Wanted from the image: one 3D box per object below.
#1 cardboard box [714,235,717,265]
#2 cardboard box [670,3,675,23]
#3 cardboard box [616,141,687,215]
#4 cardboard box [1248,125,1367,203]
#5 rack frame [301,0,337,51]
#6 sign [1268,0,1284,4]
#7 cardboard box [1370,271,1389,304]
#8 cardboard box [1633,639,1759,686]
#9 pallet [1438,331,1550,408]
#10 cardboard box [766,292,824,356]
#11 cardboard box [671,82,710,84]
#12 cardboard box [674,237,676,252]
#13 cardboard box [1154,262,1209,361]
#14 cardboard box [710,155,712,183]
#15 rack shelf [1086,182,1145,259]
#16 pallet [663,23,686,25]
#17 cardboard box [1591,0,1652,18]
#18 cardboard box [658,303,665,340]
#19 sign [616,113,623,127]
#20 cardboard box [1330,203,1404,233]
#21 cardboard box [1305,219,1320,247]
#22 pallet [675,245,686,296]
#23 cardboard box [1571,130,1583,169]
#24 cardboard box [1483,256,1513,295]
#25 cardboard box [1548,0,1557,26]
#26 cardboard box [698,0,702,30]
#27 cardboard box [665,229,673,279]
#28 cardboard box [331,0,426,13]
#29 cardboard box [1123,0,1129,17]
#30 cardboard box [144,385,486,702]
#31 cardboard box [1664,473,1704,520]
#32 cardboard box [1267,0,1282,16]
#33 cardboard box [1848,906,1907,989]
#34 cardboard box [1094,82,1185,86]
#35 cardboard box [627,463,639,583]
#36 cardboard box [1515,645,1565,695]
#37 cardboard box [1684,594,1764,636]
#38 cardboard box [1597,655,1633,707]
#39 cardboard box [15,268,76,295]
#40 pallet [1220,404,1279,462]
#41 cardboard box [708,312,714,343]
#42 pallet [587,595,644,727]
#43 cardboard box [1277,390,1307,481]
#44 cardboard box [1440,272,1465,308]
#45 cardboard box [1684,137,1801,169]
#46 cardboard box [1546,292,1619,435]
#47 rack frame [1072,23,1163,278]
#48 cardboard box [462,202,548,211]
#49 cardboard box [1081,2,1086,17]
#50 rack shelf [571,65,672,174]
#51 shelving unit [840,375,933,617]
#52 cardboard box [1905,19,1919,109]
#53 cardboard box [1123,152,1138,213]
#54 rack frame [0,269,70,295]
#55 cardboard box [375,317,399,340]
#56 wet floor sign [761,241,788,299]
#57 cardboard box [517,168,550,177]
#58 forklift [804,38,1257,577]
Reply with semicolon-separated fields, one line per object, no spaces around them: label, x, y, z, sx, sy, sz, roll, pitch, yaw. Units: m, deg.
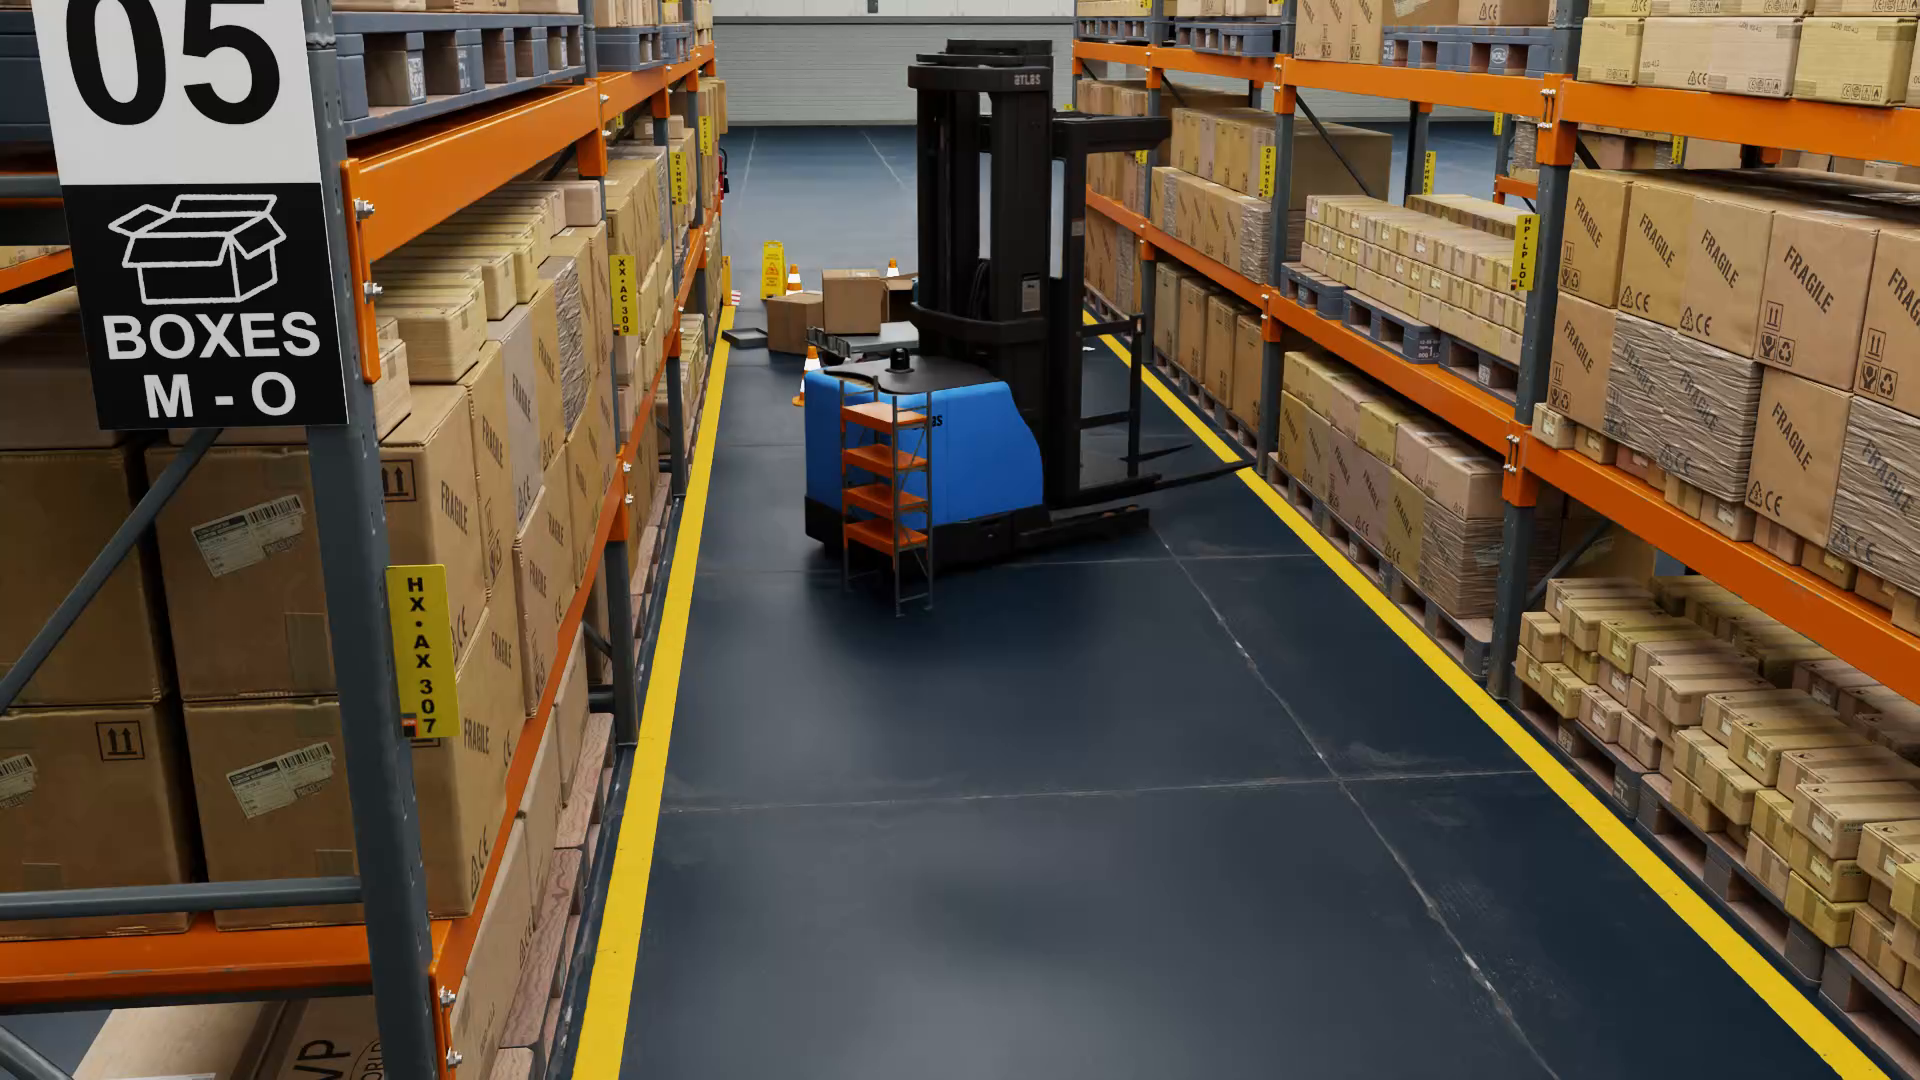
cardboard box;-2.711;-2.810;16.758;0.500;0.500;0.500;-2;18;-7
cardboard box;-2.491;-4.148;12.924;0.500;0.250;0.500;-2;17;-5
cardboard box;-2.312;-2.711;12.438;0.500;0.500;0.500;-2;18;-8
cardboard box;2.493;-2.710;11.964;0.700;0.500;0.500;-2;18;-6
rack frame;-1.505;-2.196;2.148;1.000;3.000;0.127;-2;18;-6
sign;2.030;-3.601;10.636;0.100;0.325;0.005;-2;18;-6
cardboard box;2.567;-1.446;9.494;0.380;0.149;0.250;-2;17;-5
cardboard box;2.919;0.511;6.606;0.380;0.149;0.250;-2;18;-7
pallet;3.062;-0.849;8.194;1.003;0.211;1.213;-2;18;-6
cardboard box;-1.500;-2.079;15.959;0.500;0.500;0.500;11;21;32
cardboard box;-2.772;-4.169;16.116;0.700;0.500;0.500;-2;18;-6
cardboard box;-2.157;-2.068;11.476;0.380;0.149;0.250;-3;18;-9
cardboard box;2.324;-2.037;14.711;1.050;0.750;0.750;-2;18;-6
cardboard box;-2.696;-3.687;16.249;0.500;0.500;0.500;-2;17;-5
rack shelf;1.964;-3.344;17.023;1.077;0.370;4.000;-2;18;-6
pallet;-2.675;-3.754;12.433;1.213;0.211;1.003;-2;18;-6
cardboard box;2.807;-2.156;6.443;0.500;0.250;0.500;-1;17;-4
cardboard box;-1.915;-1.201;9.244;0.500;0.250;0.500;-2;18;-6
sign;-3.695;-4.497;18.047;0.100;0.325;0.005;-2;18;-6
cardboard box;2.489;-1.968;10.161;0.380;0.149;0.250;-2;18;-6
cardboard box;2.433;-1.972;10.673;0.380;0.149;0.250;-1;17;-3
pallet;-2.509;-1.835;11.333;1.213;0.211;1.003;-2;18;-6
cardboard box;6.911;-4.136;17.680;0.875;0.500;0.500;-2;18;-6
cardboard box;2.732;-1.266;7.928;0.380;0.149;0.250;-2;18;-7
cardboard box;3.114;-2.566;7.782;0.500;0.311;0.500;-2;18;-6
cardboard box;-2.578;-4.703;14.896;0.500;0.250;0.500;-2;18;-6
cardboard box;-2.027;-1.748;10.151;0.500;0.250;0.500;-2;18;-6
cardboard box;-1.388;-1.224;3.612;0.380;0.149;0.250;-1;17;-4
cardboard box;1.734;-4.978;15.569;0.380;0.149;0.250;-2;18;-5
cardboard box;-1.271;-0.010;3.365;0.500;0.500;0.500;-2;18;-7
cardboard box;2.863;-0.183;6.172;0.380;0.149;0.250;-1;17;-5
cardboard box;2.303;-3.639;11.276;0.380;0.166;0.250;-2;18;-6
cardboard box;3.039;1.265;5.199;0.380;0.149;0.250;-2;18;-5
cardboard box;1.906;-4.598;17.760;0.875;0.550;0.550;-2;18;-6
cardboard box;-2.162;-0.163;8.535;0.875;0.875;0.875;-1;17;-4
cardboard box;2.714;0.570;7.412;0.380;0.149;0.250;-3;18;-8
cardboard box;3.357;0.341;7.150;0.380;0.149;0.250;-2;17;-5
cardboard box;2.891;0.572;6.911;0.380;0.149;0.250;-2;18;-6
cardboard box;-7.923;-2.260;14.590;0.500;0.250;0.500;-1;17;-5
pallet;2.577;-0.807;12.395;1.003;0.211;1.213;-2;18;-6
cardboard box;-2.535;-1.981;15.370;0.500;0.250;0.500;-3;18;-8
pallet;-2.072;0.578;7.985;1.003;0.211;1.213;-2;18;-6
cardboard box;2.402;-0.689;10.837;0.500;0.500;0.500;-3;18;-8
cardboard box;2.675;-1.277;8.459;0.380;0.149;0.250;-2;18;-7
cardboard box;7.057;-3.460;14.489;1.000;1.000;1.000;-2;18;-5
cardboard box;2.796;-0.743;6.871;0.500;0.500;0.500;-2;18;-7
rack frame;1.758;-4.284;18.813;1.000;3.000;0.127;-2;18;-6
cardboard box;-1.590;-1.046;5.583;0.380;0.149;0.250;-2;18;-6
cardboard box;1.502;-5.655;17.725;0.380;0.149;0.250;-2;18;-5
rack shelf;-2.124;-2.209;8.399;1.077;0.370;4.000;-2;18;-6
shelving unit;-0.396;-0.243;8.947;0.258;1.200;0.503;-13;22;-35
cardboard box;3.001;-1.303;4.564;0.500;0.250;0.500;-1;17;-3
cardboard box;2.041;-3.436;15.864;0.875;0.550;0.550;-2;18;-6
rack frame;-7.679;-2.754;13.942;1.000;3.000;0.127;-2;18;-6
cardboard box;-1.364;-0.358;3.390;0.380;0.149;0.250;-1;17;-4
wet floor sign;-2.110;-3.067;18.869;0.267;0.644;0.232;4;18;13
cardboard box;-2.375;-1.635;8.540;0.500;0.500;0.500;-1;17;-5
forklift;0.559;-1.519;10.122;3.031;2.935;1.130;-12;21;-34
